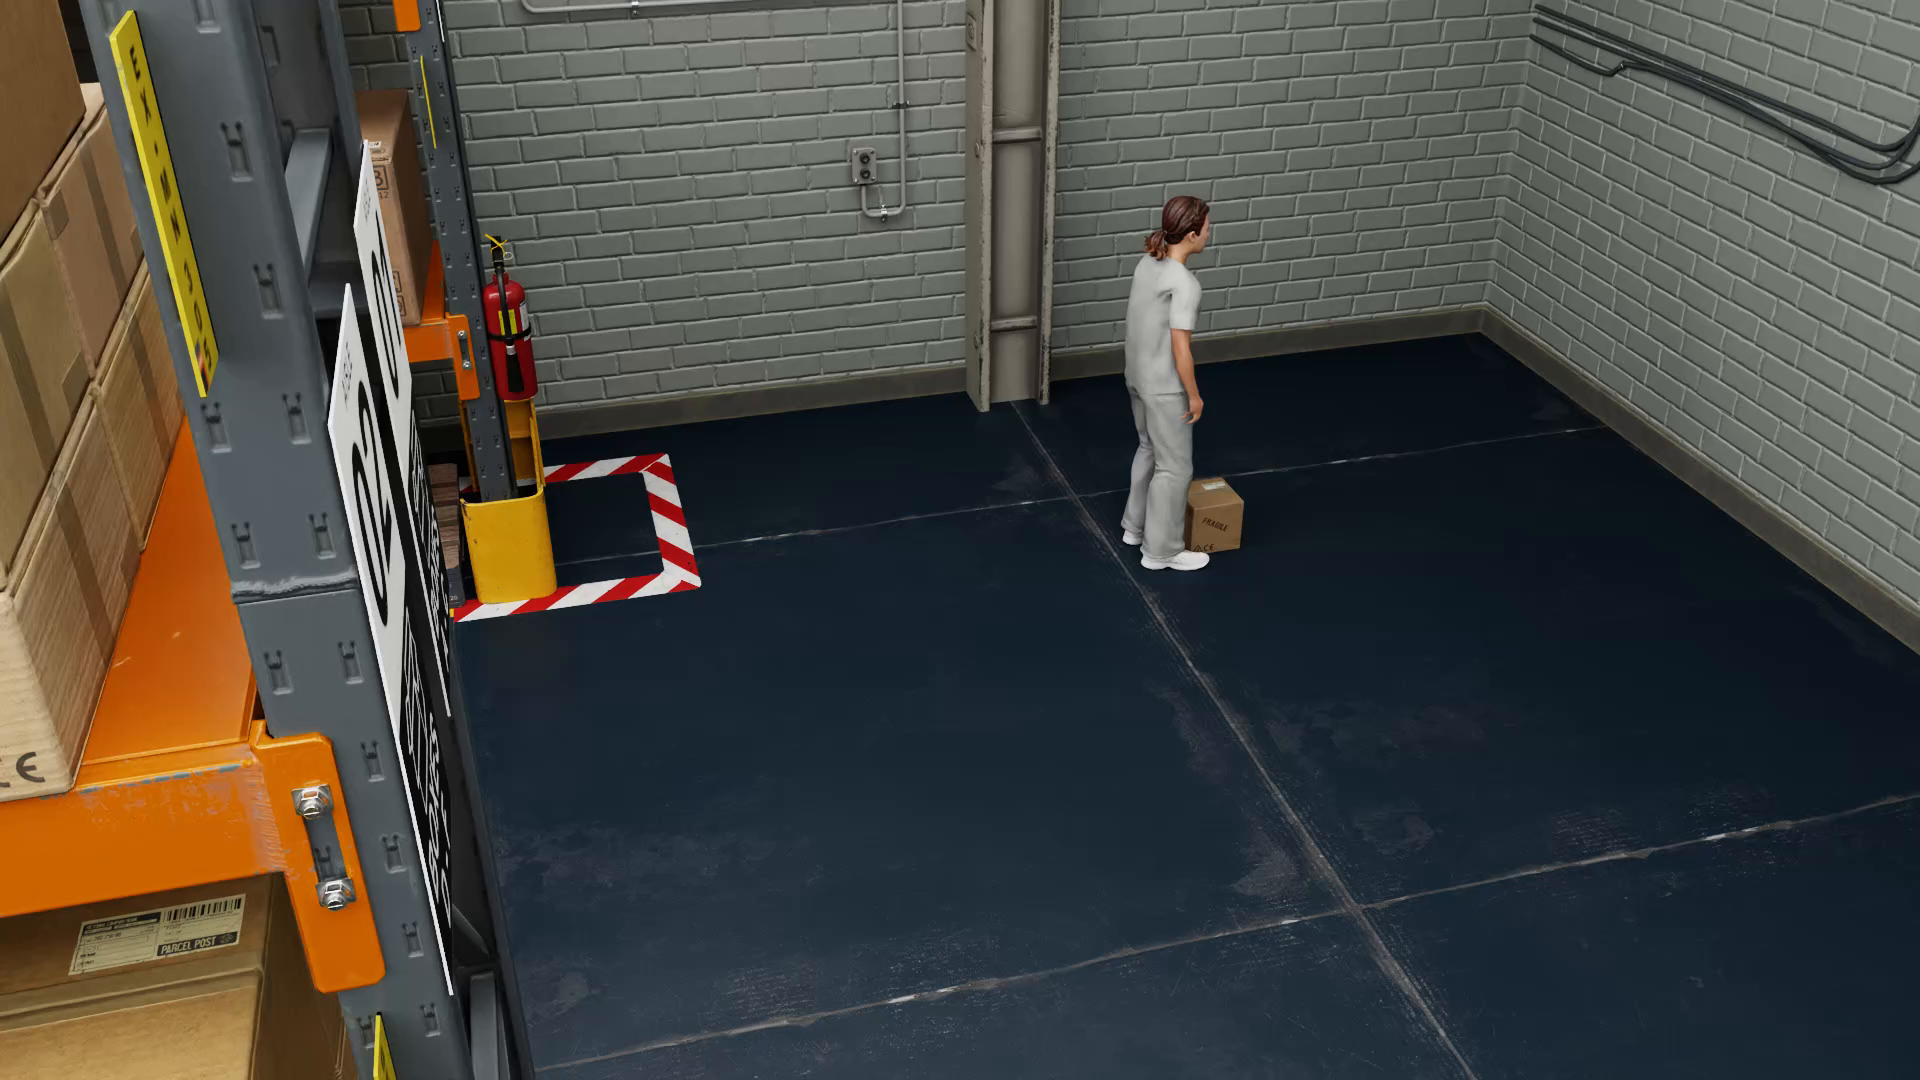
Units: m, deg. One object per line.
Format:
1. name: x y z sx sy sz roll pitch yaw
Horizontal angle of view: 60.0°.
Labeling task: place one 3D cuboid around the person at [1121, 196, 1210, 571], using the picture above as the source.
1. person: 0.909 -0.687 7.308 0.355 1.668 0.512 -9 32 -15
